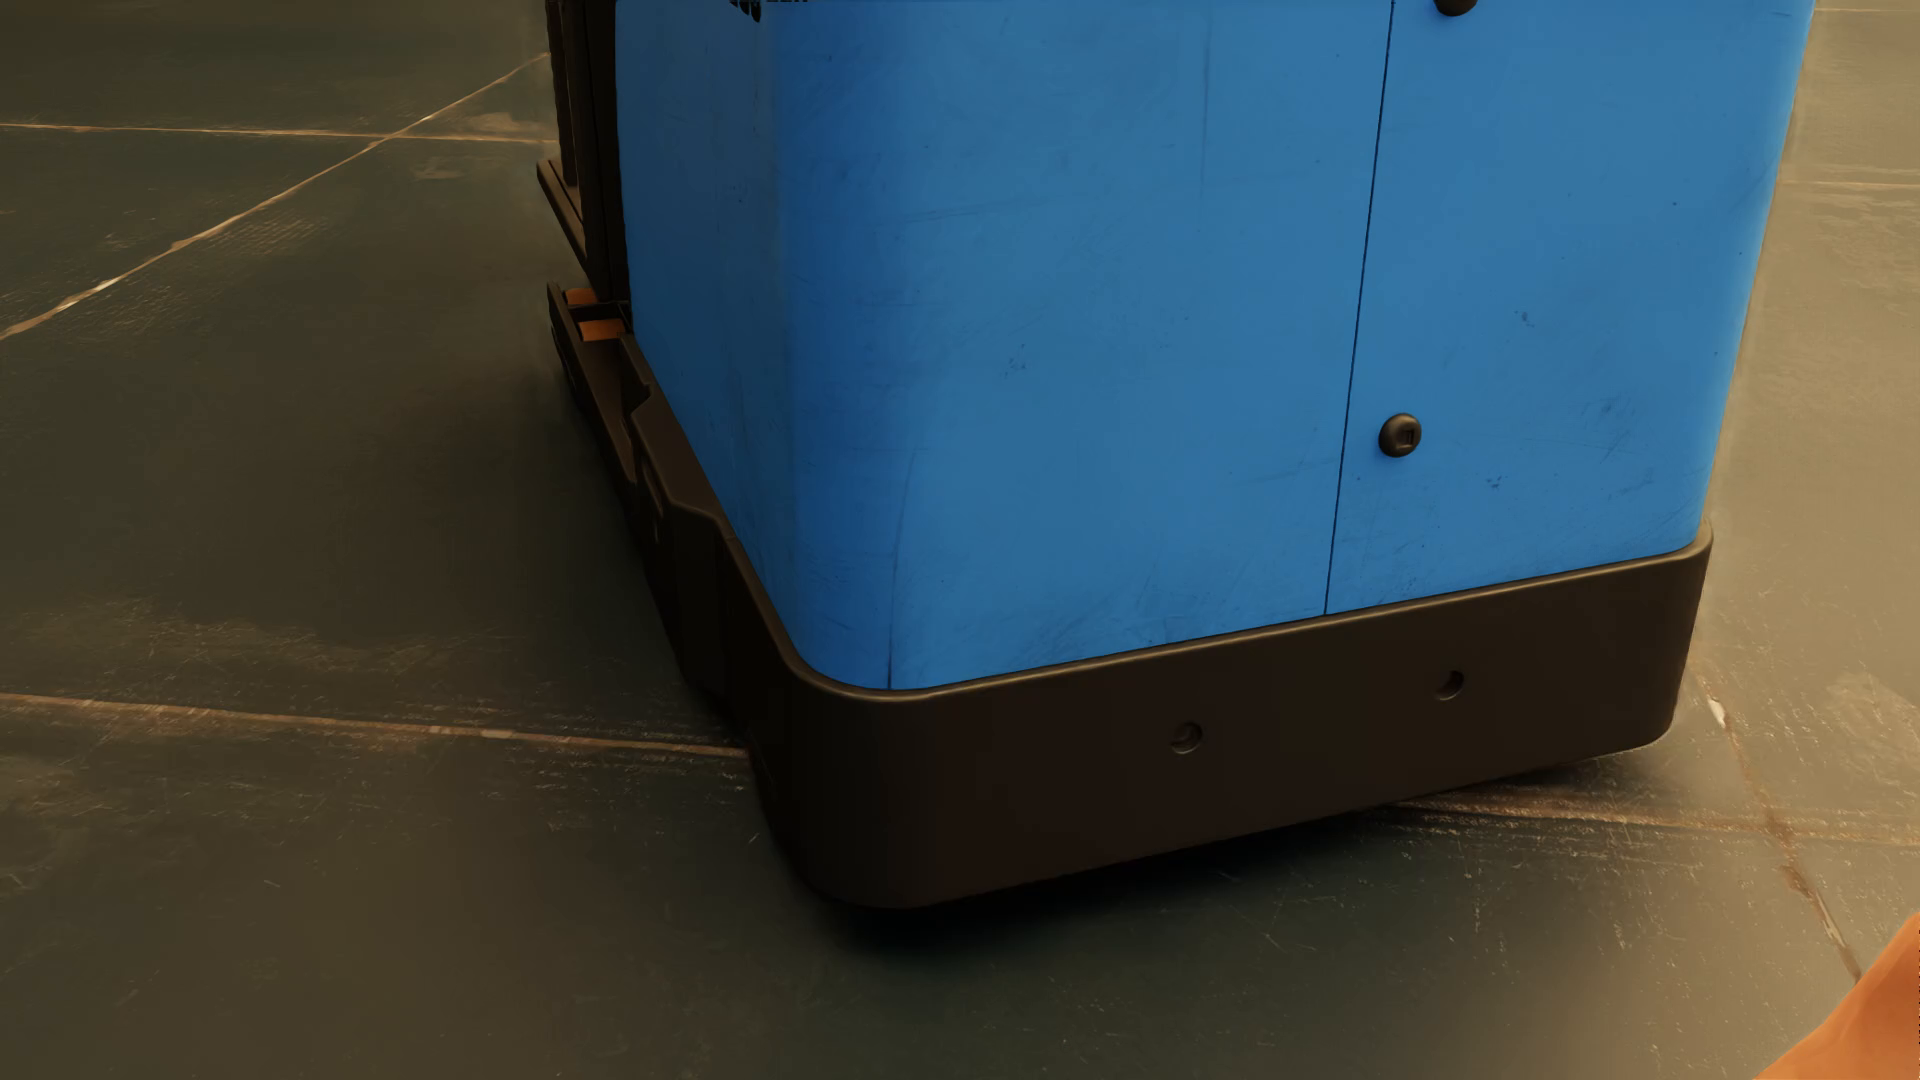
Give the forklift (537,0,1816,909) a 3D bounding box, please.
[{"bbox_3d":[-0.132,-1.590,2.404,1.130,2.935,3.031,-9,28,-17],"label":"forklift"}]
